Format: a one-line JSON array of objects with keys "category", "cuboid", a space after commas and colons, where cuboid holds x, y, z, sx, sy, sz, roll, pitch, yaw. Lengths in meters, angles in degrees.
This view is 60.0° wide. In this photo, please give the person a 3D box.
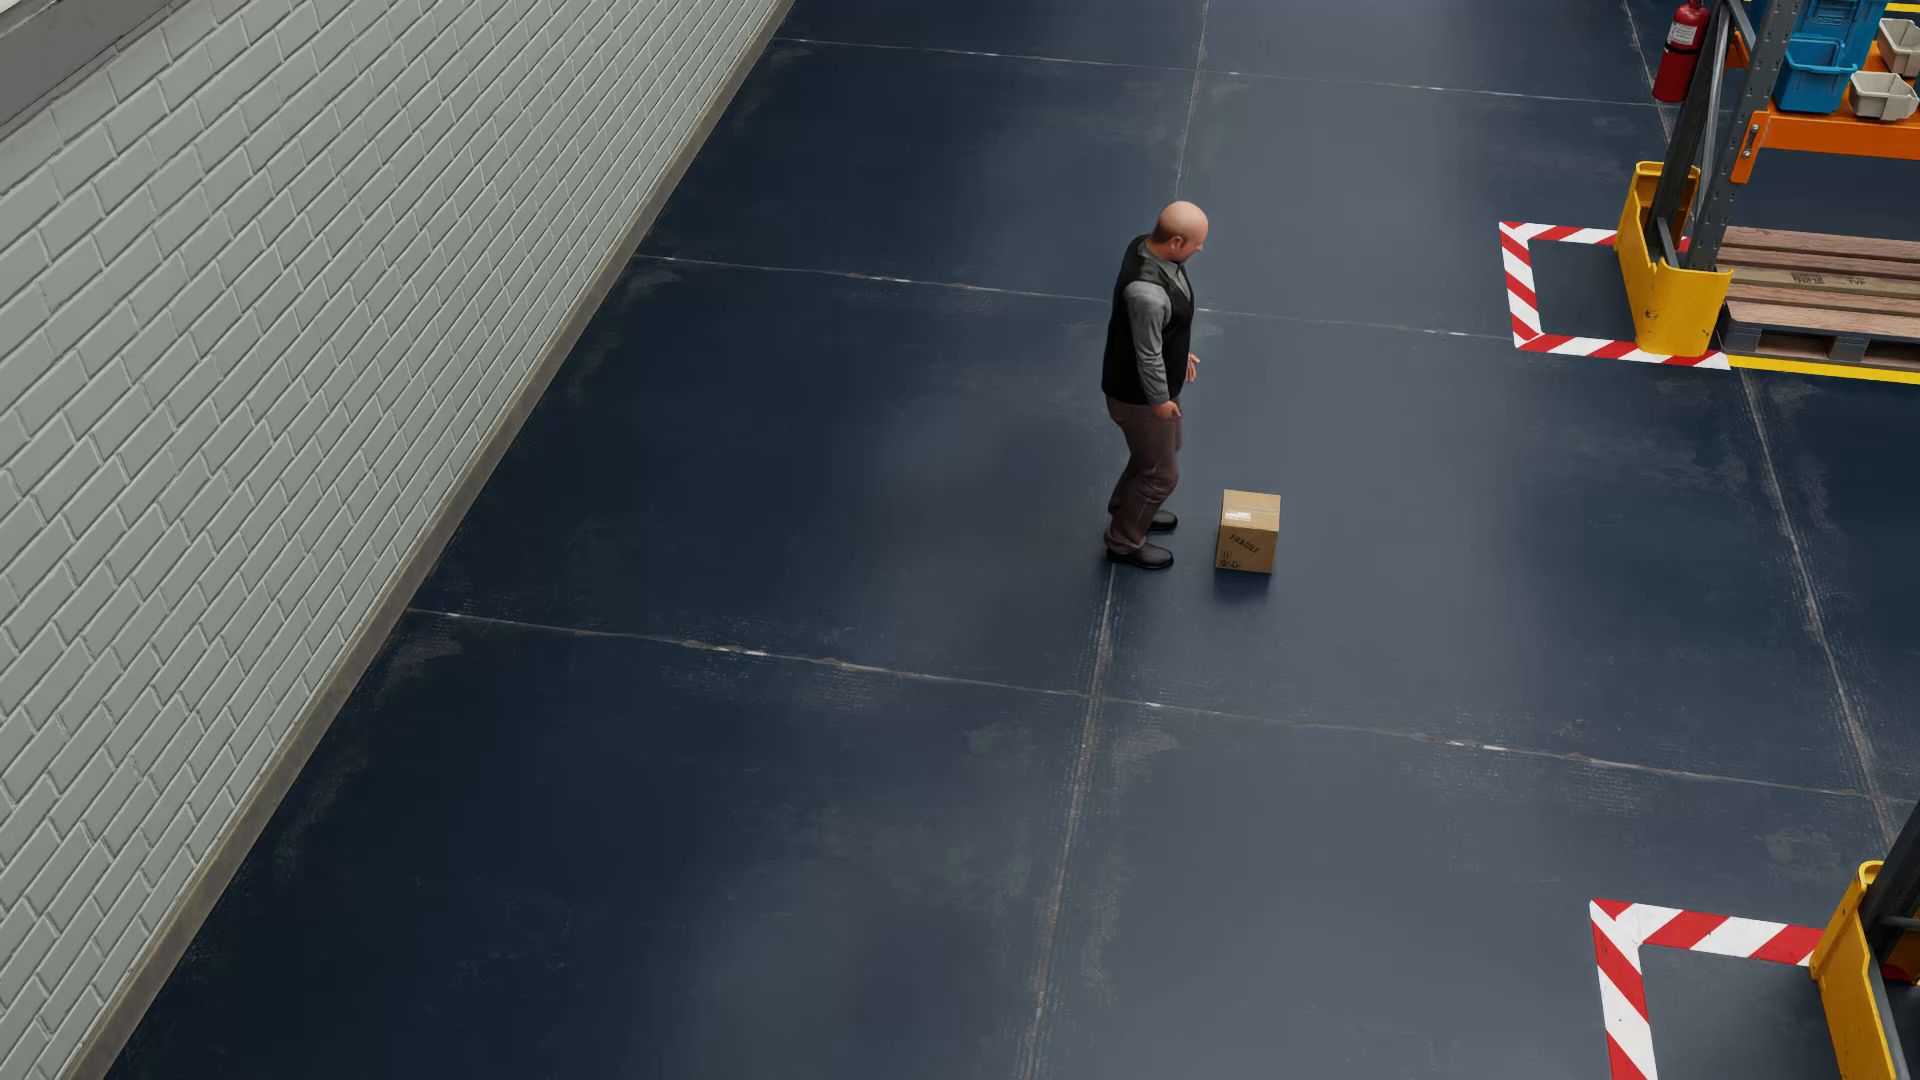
[{"category": "person", "cuboid": [0.795, -0.663, 6.990, 0.390, 1.693, 0.549, 7, 41, 9]}]
